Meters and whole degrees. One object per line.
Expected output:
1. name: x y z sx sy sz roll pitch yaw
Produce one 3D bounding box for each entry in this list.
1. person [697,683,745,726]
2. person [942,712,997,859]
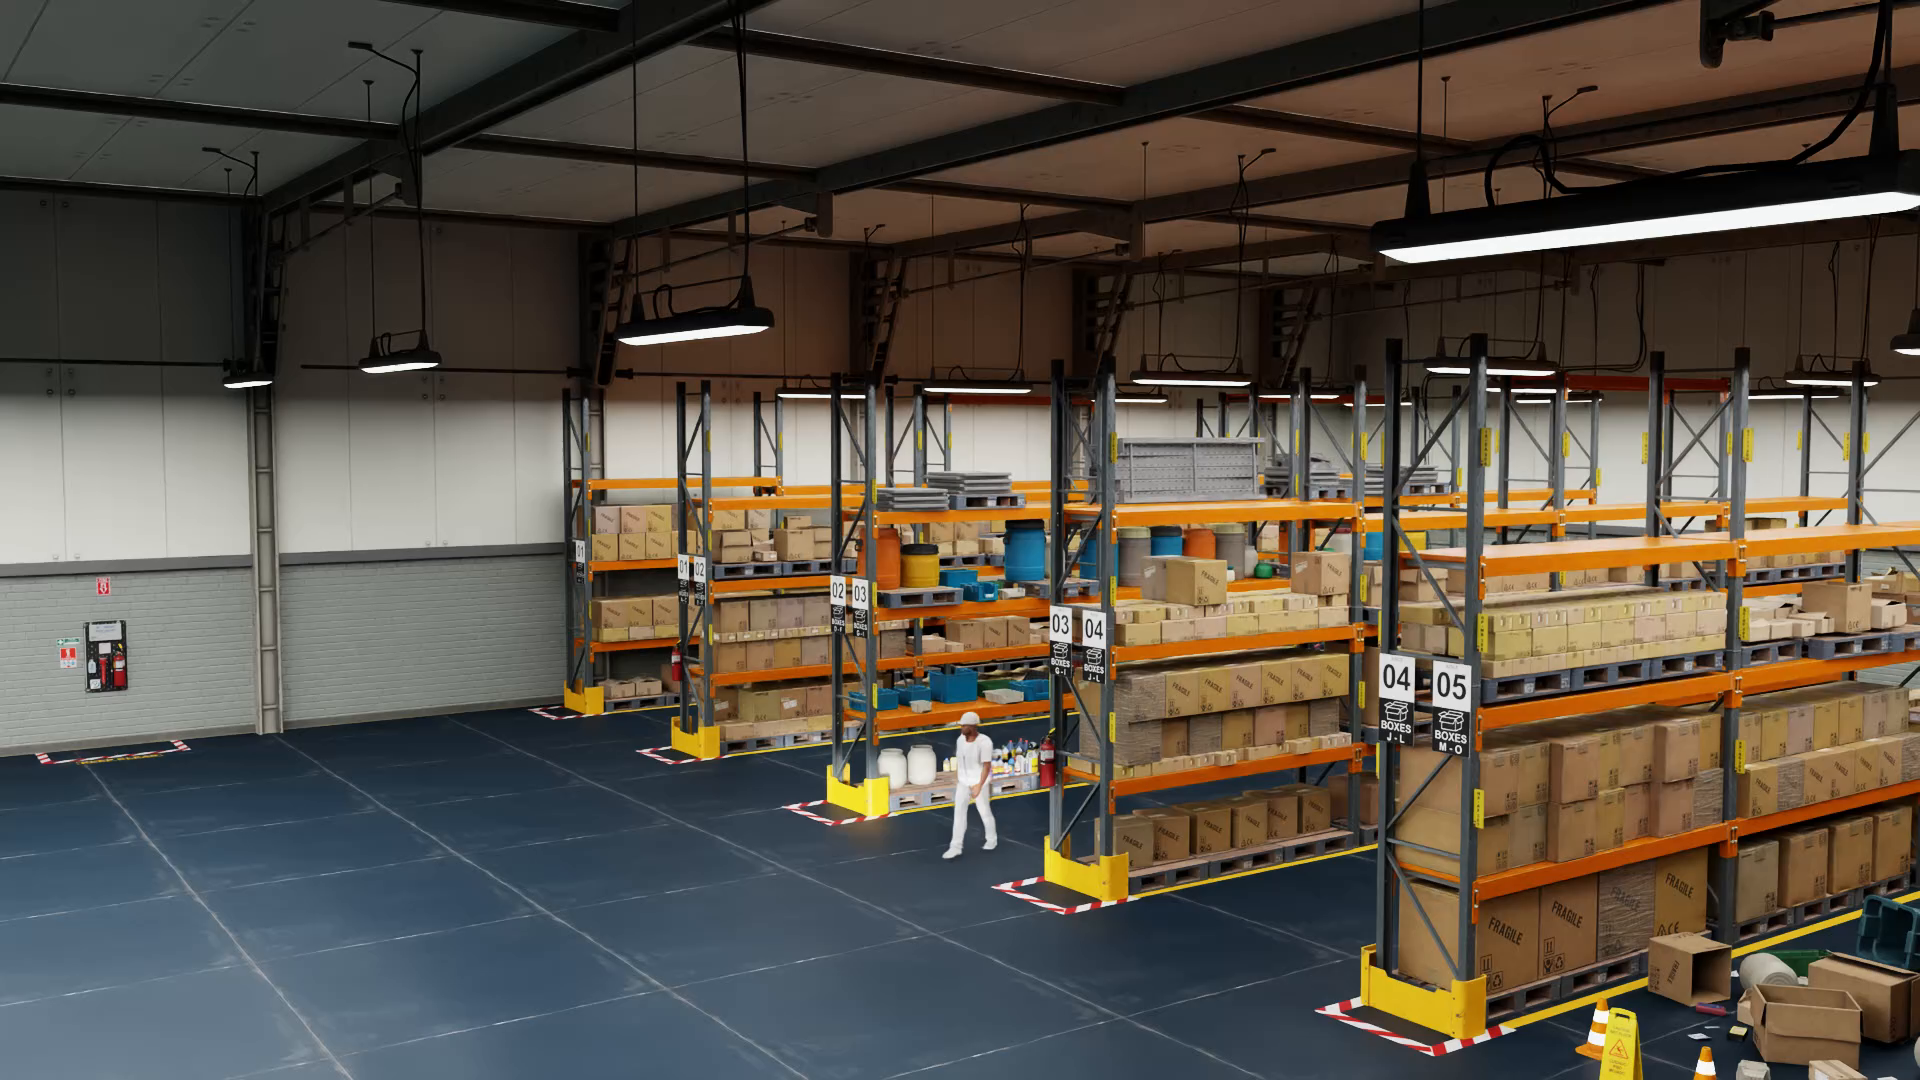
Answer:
1. person: -4.063 2.477 28.991 0.510 1.605 1.004 3 5 40
2. person: 0.120 2.967 20.334 0.598 1.723 0.928 3 5 36
